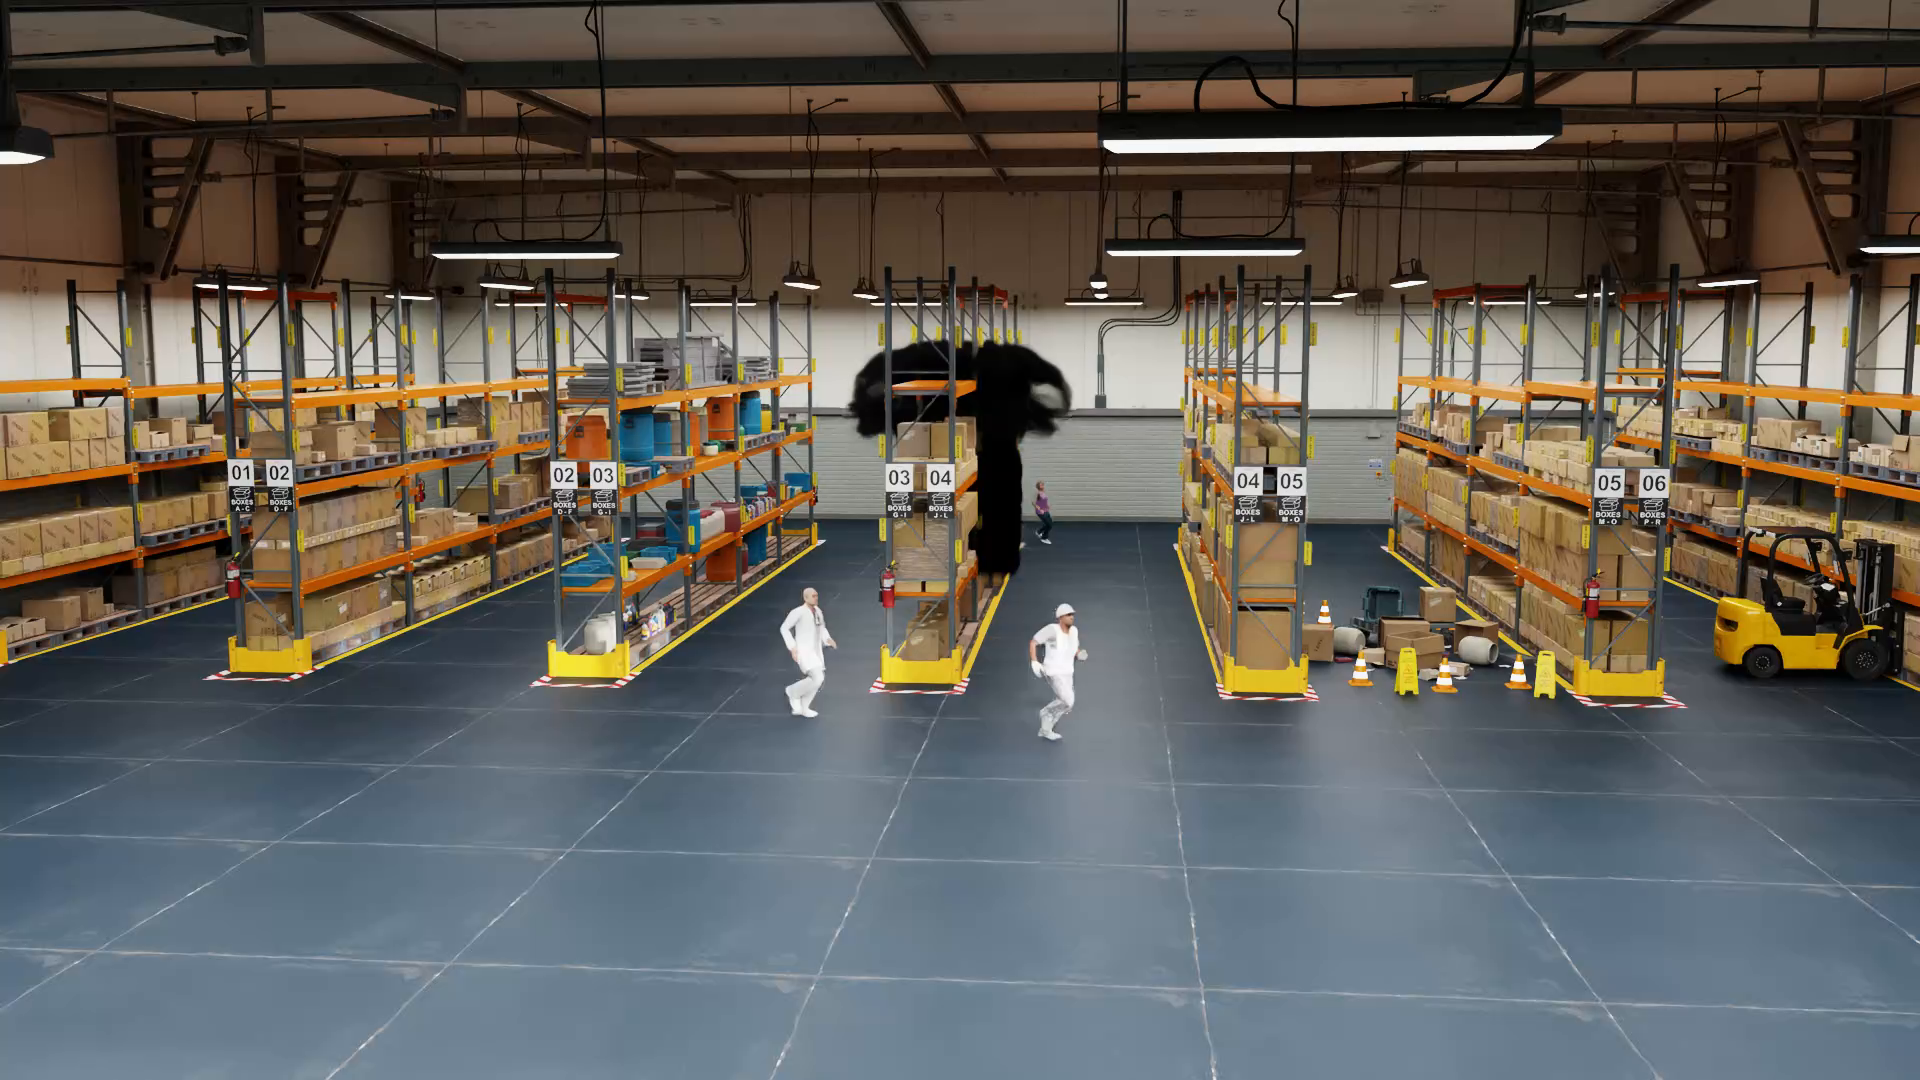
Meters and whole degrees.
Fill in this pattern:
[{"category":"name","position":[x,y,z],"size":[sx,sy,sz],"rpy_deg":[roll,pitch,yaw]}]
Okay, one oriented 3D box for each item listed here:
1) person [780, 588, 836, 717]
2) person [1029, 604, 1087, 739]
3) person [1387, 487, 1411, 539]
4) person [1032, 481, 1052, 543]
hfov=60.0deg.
[{"category":"person","position":[-1.959,1.512,21.915],"size":[0.665,1.684,0.697],"rpy_deg":[4,8,32]},{"category":"person","position":[1.263,1.643,20.567],"size":[0.659,1.709,0.677],"rpy_deg":[6,9,42]},{"category":"person","position":[10.970,-0.879,41.312],"size":[0.680,1.741,0.658],"rpy_deg":[-2,7,-14]},{"category":"person","position":[1.999,-0.677,40.631],"size":[0.486,1.547,0.575],"rpy_deg":[5,9,38]}]
